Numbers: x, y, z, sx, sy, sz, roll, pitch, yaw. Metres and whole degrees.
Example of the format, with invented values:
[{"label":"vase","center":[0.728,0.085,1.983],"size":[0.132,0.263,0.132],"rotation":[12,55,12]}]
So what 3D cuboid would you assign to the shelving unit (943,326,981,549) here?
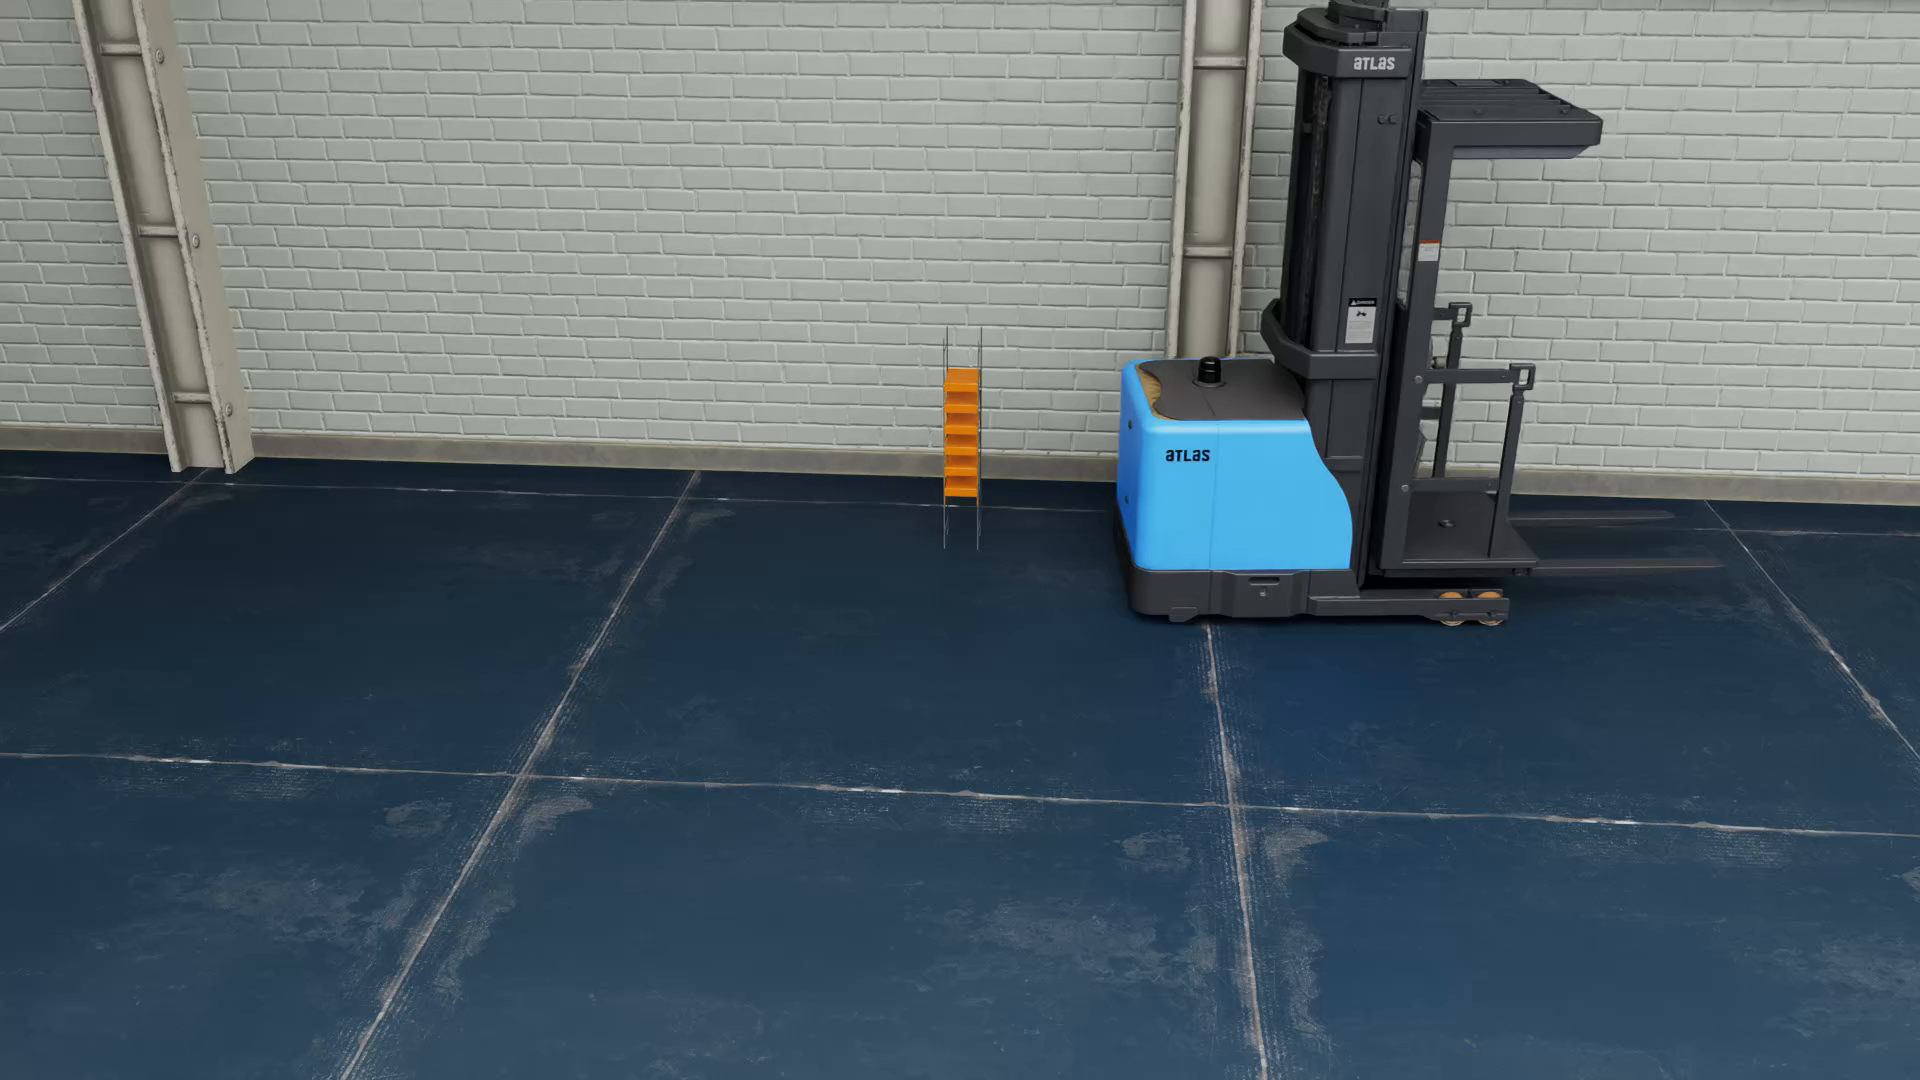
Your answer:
[{"label":"shelving unit","center":[-11.026,-0.020,7.140],"size":[21.905,1.800,5.752],"rotation":[2,25,4]}]

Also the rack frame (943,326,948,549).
[{"label":"rack frame","center":[-0.077,-0.548,9.005],"size":[0.006,1.200,0.240],"rotation":[2,25,4]}]

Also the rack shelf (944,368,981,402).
[{"label":"rack shelf","center":[0.014,-0.831,8.866],"size":[0.180,0.103,0.258],"rotation":[2,25,4]}]

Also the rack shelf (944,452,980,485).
[{"label":"rack shelf","center":[0.014,-0.395,9.067],"size":[0.180,0.103,0.258],"rotation":[2,25,4]}]
